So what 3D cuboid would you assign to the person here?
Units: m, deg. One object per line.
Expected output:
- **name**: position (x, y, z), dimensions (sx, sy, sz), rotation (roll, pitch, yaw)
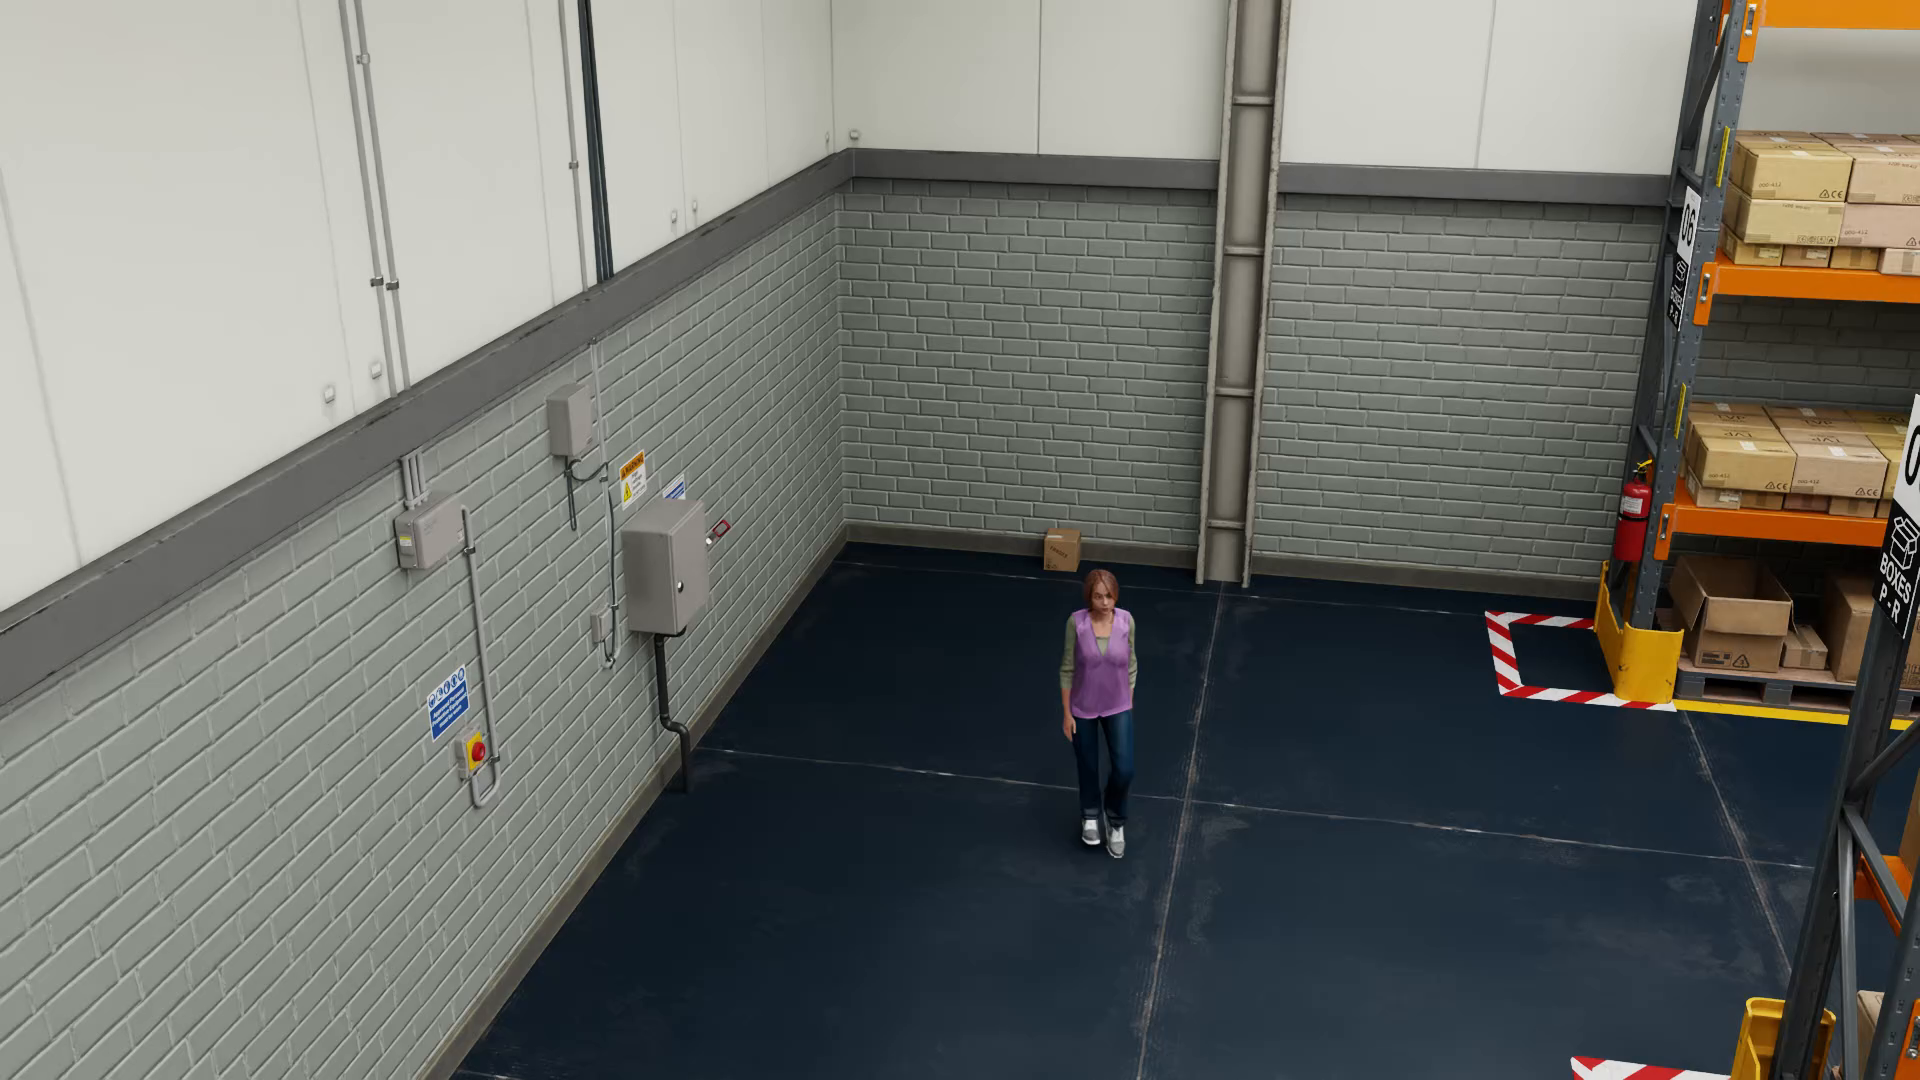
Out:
- **person**: position (0.727, 0.925, 8.784), dimensions (0.415, 1.631, 0.451), rotation (1, 22, 2)
